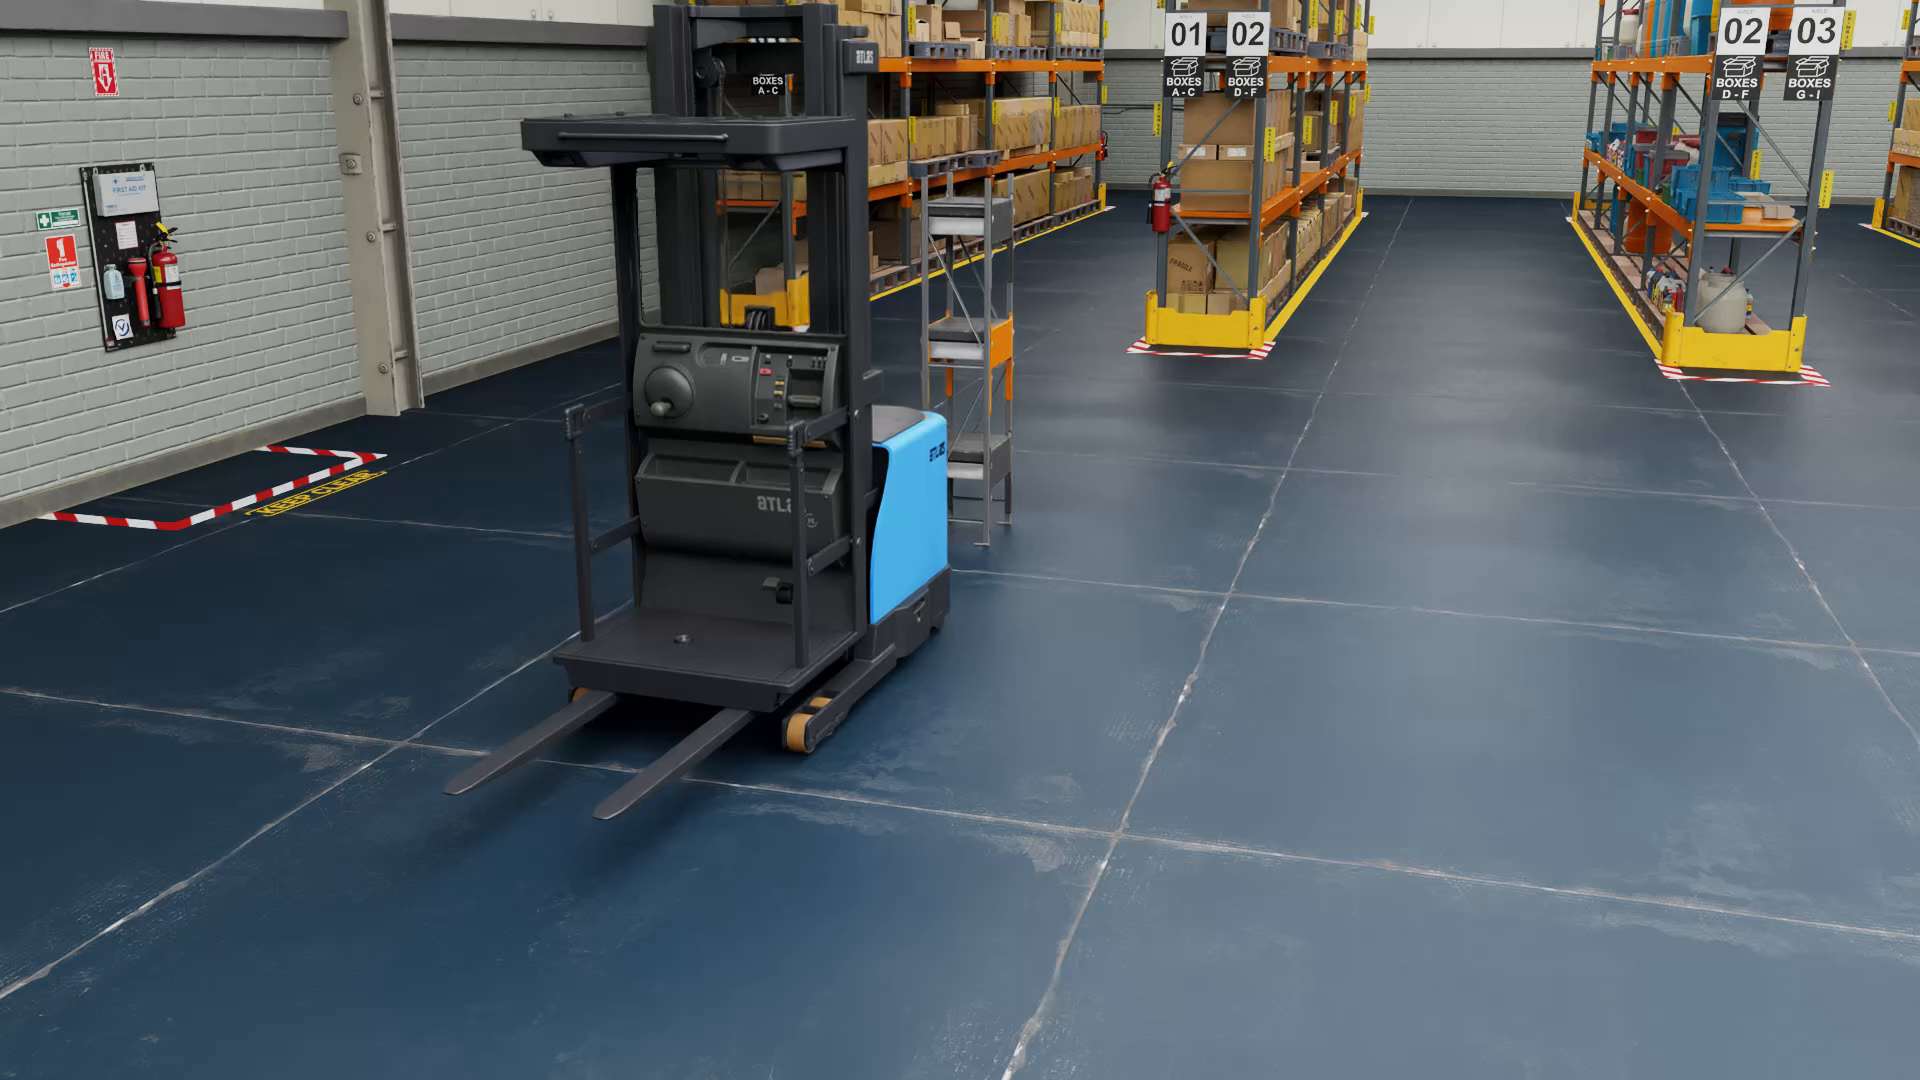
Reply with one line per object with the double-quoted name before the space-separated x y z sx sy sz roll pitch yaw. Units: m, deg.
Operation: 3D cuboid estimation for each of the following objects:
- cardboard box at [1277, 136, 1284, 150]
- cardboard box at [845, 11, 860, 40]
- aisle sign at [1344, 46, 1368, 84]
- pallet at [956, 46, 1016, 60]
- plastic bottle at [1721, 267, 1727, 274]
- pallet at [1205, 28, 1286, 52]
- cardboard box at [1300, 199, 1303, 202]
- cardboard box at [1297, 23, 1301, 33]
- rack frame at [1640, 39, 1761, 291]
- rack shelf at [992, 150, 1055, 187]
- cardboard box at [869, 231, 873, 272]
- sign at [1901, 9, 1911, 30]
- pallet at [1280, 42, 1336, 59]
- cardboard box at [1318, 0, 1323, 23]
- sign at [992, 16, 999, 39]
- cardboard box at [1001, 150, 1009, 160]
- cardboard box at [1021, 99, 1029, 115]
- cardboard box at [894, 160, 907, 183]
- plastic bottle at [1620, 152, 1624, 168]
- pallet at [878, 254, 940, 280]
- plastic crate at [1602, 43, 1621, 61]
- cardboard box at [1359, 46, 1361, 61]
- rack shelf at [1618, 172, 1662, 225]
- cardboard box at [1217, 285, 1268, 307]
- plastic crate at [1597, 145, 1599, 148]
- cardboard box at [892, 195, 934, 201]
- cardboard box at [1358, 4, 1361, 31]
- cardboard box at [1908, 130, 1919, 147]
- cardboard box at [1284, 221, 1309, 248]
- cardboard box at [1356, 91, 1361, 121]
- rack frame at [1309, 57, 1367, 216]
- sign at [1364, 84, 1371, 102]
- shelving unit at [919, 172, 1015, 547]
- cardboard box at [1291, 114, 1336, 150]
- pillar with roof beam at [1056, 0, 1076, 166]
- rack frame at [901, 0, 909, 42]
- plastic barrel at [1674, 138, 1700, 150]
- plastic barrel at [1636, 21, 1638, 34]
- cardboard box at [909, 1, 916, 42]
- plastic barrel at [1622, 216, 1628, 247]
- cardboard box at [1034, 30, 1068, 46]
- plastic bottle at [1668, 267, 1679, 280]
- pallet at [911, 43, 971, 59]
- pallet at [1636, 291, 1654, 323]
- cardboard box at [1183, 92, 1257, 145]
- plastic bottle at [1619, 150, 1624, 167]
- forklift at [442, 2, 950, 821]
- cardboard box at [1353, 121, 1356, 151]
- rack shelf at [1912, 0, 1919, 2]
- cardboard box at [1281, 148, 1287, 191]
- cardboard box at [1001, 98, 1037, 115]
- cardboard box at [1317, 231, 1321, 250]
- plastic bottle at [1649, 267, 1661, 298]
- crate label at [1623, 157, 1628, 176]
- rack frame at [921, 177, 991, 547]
"cardboard box" 3.452 -4.488 18.785 0.380 0.149 0.250 5 16 16
"cardboard box" -1.475 -5.803 19.076 0.500 0.500 0.500 6 17 19
"aisle sign" 7.338 -8.866 30.828 0.394 0.787 0.004 5 16 16
"pallet" 0.133 -7.437 25.400 1.213 0.211 1.003 5 17 18
"plastic bottle" 8.456 -2.843 18.405 0.144 0.351 0.185 4 16 14
"pallet" 2.704 -5.019 16.693 1.003 0.211 1.213 5 16 16
"cardboard box" 5.083 -5.074 25.995 0.500 0.500 0.500 4 16 14
"cardboard box" 4.217 -6.551 21.435 0.500 0.250 0.500 3 16 11
"rack frame" 8.363 -4.097 18.777 1.000 3.000 0.127 5 16 16
"rack shelf" 0.570 -6.089 27.118 1.077 0.370 4.000 5 16 16
"cardboard box" -1.392 -3.600 20.798 0.500 0.500 0.500 3 16 12
"sign" 15.992 -8.799 28.109 0.100 0.325 0.005 5 16 16
"pallet" 4.330 -6.404 21.758 1.003 0.211 1.213 5 17 18
"cardboard box" 4.882 -7.614 23.665 0.500 0.500 0.500 5 16 16
"sign" 0.521 -7.561 24.545 0.100 0.325 0.005 5 16 16
"cardboard box" 0.553 -5.997 25.899 0.380 0.149 0.250 5 17 18
"cardboard box" 0.807 -6.978 26.795 0.500 0.250 0.500 4 16 15
"cardboard box" -0.980 -4.655 20.983 0.500 0.250 0.500 5 16 16
"plastic bottle" 9.377 -5.361 23.468 0.097 0.271 0.097 0 16 0
"pallet" -0.916 -3.728 22.584 1.003 0.211 1.213 5 16 16
"plastic crate" 10.847 -8.067 27.492 0.437 0.282 0.530 5 16 16
"cardboard box" 6.692 -8.446 28.889 0.500 0.250 0.500 5 16 16
"rack shelf" 8.931 -4.274 20.720 1.077 0.370 4.000 5 16 16
"cardboard box" 2.982 -2.569 17.659 0.500 0.250 0.500 5 16 16
"plastic crate" 10.697 -6.400 27.291 0.437 0.125 0.590 5 16 16
"cardboard box" -0.676 -4.681 23.236 0.500 0.250 0.500 4 16 14
"cardboard box" 6.895 -9.458 30.165 0.700 0.500 0.500 5 16 16
"cardboard box" 15.839 -6.551 27.158 0.500 0.250 0.500 4 16 14
"cardboard box" 4.264 -3.986 21.627 0.500 0.311 0.500 4 16 14
"cardboard box" 6.731 -7.610 29.148 0.500 0.500 0.500 5 17 18
"rack frame" 7.025 -7.622 31.203 1.000 3.000 0.127 5 16 16
"sign" 7.552 -8.282 30.832 0.100 0.325 0.005 5 16 16
"shelving unit" 0.047 -1.053 9.696 0.431 2.100 0.503 5 16 16
"cardboard box" 5.266 -6.177 25.156 0.700 0.500 0.500 8 18 26
"pillar with roof beam" 6.340 -11.331 33.285 9.100 9.000 0.400 5 16 16
"rack frame" -1.136 -7.751 20.667 1.000 3.000 0.127 5 16 16
"plastic barrel" 9.412 -4.912 21.444 0.421 0.512 0.421 0 16 0
"plastic barrel" 9.859 -7.329 23.658 0.433 0.535 0.433 0 16 0
"cardboard box" -0.903 -6.695 21.488 0.500 0.500 0.500 7 17 24
"plastic barrel" 9.697 -4.433 23.750 0.421 0.512 0.421 0 16 0
"cardboard box" 1.587 -8.740 28.970 0.500 0.250 0.500 5 16 16
"plastic bottle" 7.874 -2.844 18.408 0.144 0.351 0.185 5 16 16
"pallet" -0.566 -6.643 22.599 1.213 0.211 1.003 5 16 16
"pallet" 8.132 -2.583 18.549 1.003 0.211 1.213 5 16 16
"cardboard box" 2.638 -4.243 16.730 0.700 0.500 0.500 5 16 16
"plastic bottle" 9.432 -5.412 23.647 0.097 0.271 0.097 0 16 0
"forklift" -1.015 -0.665 6.802 1.130 2.935 3.031 5 17 19
"cardboard box" 6.581 -7.000 28.830 0.500 0.500 0.500 5 16 16
"rack shelf" 15.954 -8.677 25.981 1.077 0.370 4.000 5 16 16
"cardboard box" 3.495 -4.414 19.710 0.700 0.500 0.500 4 16 14
"cardboard box" 0.951 -7.111 27.265 0.500 0.250 0.500 5 17 17
"cardboard box" 4.836 -4.251 23.590 0.500 0.250 0.500 5 17 17
"plastic bottle" 7.736 -2.855 18.447 0.144 0.351 0.185 5 17 17
"crate label" 9.021 -4.982 22.203 0.303 0.233 0.416 5 16 16
"rack frame" -0.022 -0.990 9.470 0.400 2.100 0.015 5 16 16
